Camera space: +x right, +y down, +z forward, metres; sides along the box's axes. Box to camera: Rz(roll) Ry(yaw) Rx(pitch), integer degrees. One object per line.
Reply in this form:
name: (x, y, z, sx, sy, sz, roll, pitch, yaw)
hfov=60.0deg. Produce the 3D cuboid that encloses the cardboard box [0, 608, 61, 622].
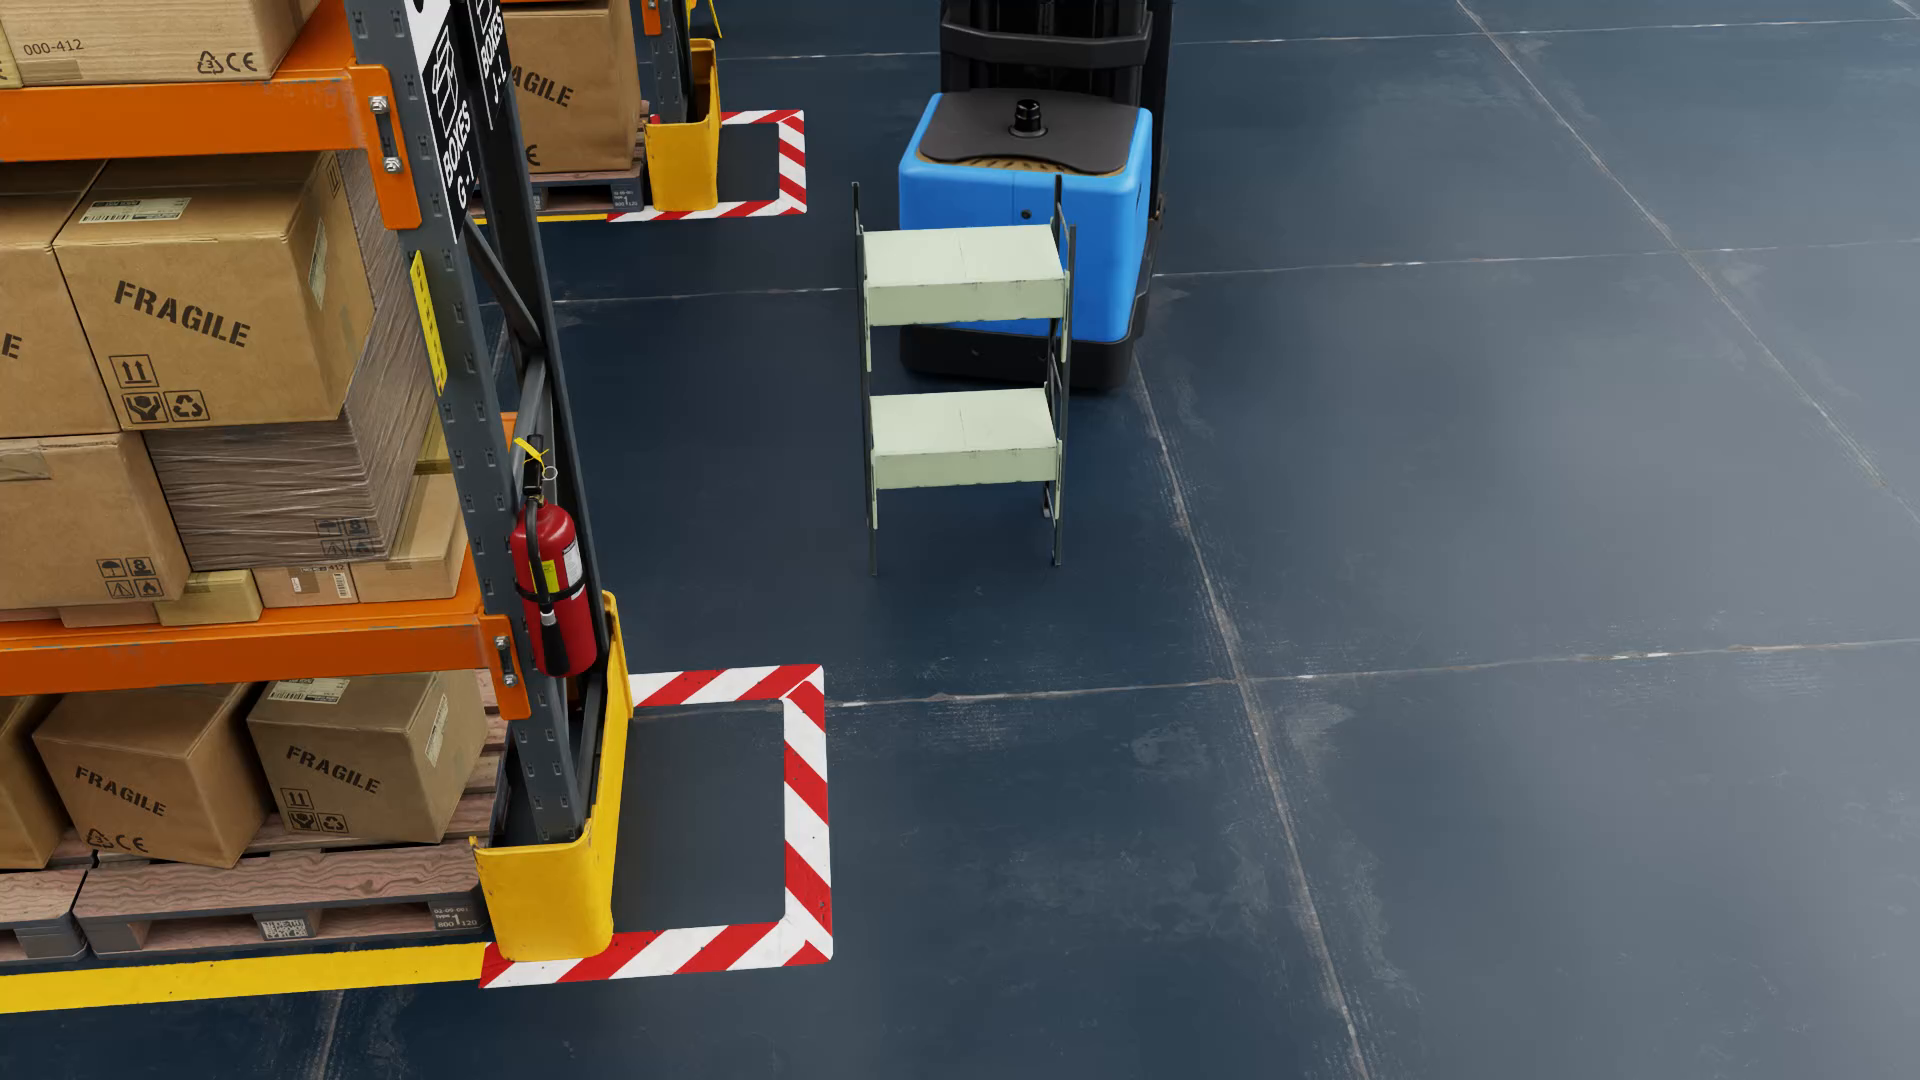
cardboard box: (-2.489, 0.042, 4.479, 0.250, 0.149, 0.380, -3, 38, -4)

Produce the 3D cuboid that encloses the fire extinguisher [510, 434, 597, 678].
fire extinguisher: (-1.072, 0.057, 4.318, 0.183, 0.674, 0.296, -3, 38, -4)

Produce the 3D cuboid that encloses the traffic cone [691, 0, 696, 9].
traffic cone: (-1.982, -3.884, 11.299, 0.334, 0.463, 0.336, -3, 38, -4)

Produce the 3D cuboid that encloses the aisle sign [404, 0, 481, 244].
aisle sign: (-1.139, -1.090, 3.611, 0.004, 0.787, 0.394, -3, 38, -4)

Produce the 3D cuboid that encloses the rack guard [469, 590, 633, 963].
rack guard: (-1.303, 0.734, 5.416, 0.348, 0.500, 1.175, -3, 38, -4)

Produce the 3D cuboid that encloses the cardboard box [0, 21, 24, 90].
cardboard box: (-2.182, -1.158, 3.495, 0.500, 0.250, 0.500, -3, 38, -4)

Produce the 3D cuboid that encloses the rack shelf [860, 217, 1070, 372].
rack shelf: (0.007, -0.896, 6.044, 0.720, 0.370, 0.431, -3, 38, -4)

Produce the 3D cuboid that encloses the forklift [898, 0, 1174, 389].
forklift: (0.494, -2.742, 7.860, 1.130, 2.935, 3.031, 6, 39, 8)

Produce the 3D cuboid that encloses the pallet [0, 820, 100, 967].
pallet: (-3.328, 0.935, 5.394, 1.213, 0.211, 1.003, -3, 38, -4)

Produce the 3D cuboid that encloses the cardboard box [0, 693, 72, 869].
cardboard box: (-3.068, 0.666, 5.164, 0.500, 0.500, 0.500, 0, 38, 0)

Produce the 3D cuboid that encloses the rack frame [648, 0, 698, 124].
rack frame: (-1.566, -3.317, 8.532, 0.127, 3.000, 1.000, -3, 38, -4)

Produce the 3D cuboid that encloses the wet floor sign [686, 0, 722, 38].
wet floor sign: (-1.712, -3.616, 10.812, 0.232, 0.644, 0.267, -9, 39, -12)

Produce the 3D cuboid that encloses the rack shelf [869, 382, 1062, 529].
rack shelf: (0.007, -0.333, 6.488, 0.720, 0.370, 0.431, -3, 38, -4)

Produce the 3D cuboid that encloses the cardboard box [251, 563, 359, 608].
cardboard box: (-1.742, 0.004, 4.527, 0.250, 0.149, 0.380, -3, 38, -4)

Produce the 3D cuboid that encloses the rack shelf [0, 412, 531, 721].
rack shelf: (-3.219, 0.141, 4.731, 4.000, 0.370, 1.077, -3, 38, -4)

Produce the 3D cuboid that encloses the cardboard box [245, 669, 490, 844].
cardboard box: (-1.851, 0.589, 5.261, 0.500, 0.500, 0.500, 4, 38, 4)

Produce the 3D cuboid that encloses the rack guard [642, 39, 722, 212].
rack guard: (-1.542, -2.337, 9.308, 0.348, 0.500, 1.175, -3, 38, -4)

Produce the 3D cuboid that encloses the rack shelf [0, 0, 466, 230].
rack shelf: (-3.219, -1.037, 3.801, 4.000, 0.370, 1.077, -3, 38, -4)

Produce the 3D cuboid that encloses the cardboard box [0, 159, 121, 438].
cardboard box: (-2.251, -0.586, 3.943, 0.500, 0.500, 0.500, -3, 38, -4)

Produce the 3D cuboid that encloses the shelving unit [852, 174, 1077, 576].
shelving unit: (0.007, -0.589, 6.286, 0.755, 1.500, 0.431, -3, 38, -4)

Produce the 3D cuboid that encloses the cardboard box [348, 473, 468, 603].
cardboard box: (-1.493, -0.010, 4.543, 0.250, 0.149, 0.380, -3, 38, -4)

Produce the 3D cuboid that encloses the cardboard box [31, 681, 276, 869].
cardboard box: (-2.443, 0.643, 5.192, 0.500, 0.500, 0.500, 6, 39, 8)

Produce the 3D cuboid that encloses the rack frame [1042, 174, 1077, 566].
rack frame: (0.371, -0.609, 6.311, 0.023, 1.500, 0.400, -3, 38, -4)

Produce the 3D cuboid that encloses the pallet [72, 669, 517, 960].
pallet: (-2.115, 0.870, 5.476, 1.213, 0.211, 1.003, -3, 38, -4)

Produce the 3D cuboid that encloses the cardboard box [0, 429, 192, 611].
cardboard box: (-2.265, -0.293, 4.378, 0.500, 0.500, 0.875, -3, 38, -4)

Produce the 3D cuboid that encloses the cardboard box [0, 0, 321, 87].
cardboard box: (-1.685, -1.187, 3.532, 0.500, 0.250, 0.500, -2, 38, -3)

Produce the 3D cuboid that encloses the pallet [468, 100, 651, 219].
pallet: (-2.355, -2.130, 9.279, 1.213, 0.211, 1.003, -3, 38, -4)

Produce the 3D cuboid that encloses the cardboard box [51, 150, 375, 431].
cardboard box: (-1.753, -0.617, 3.983, 0.500, 0.500, 0.500, -3, 38, -4)

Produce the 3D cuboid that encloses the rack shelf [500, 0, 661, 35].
rack shelf: (-3.558, -2.925, 8.616, 4.000, 0.370, 1.077, -3, 38, -4)

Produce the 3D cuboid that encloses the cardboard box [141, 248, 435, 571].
cardboard box: (-1.777, -0.394, 4.507, 0.500, 0.500, 0.875, -3, 38, -4)

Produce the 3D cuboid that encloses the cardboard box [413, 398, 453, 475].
cardboard box: (-1.532, -0.284, 4.891, 0.250, 0.149, 0.380, -3, 38, -4)

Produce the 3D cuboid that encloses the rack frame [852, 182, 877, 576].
rack frame: (-0.358, -0.569, 6.260, 0.023, 1.500, 0.400, -3, 38, -4)

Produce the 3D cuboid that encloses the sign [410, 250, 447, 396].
sign: (-1.198, -0.486, 3.755, 0.005, 0.325, 0.100, -3, 38, -4)

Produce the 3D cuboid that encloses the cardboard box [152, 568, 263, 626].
cardboard box: (-1.986, 0.049, 4.469, 0.250, 0.149, 0.380, -3, 38, -4)

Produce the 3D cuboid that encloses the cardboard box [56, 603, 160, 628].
cardboard box: (-2.237, 0.053, 4.464, 0.250, 0.149, 0.380, -3, 38, -4)

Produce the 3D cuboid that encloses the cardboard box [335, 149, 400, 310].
cardboard box: (-1.799, -0.938, 4.389, 0.500, 0.500, 0.500, -3, 38, -4)

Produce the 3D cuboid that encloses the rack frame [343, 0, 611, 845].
rack frame: (-1.227, -0.251, 4.647, 0.127, 3.000, 1.000, -3, 38, -4)

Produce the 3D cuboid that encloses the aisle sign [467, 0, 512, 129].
aisle sign: (-1.192, -1.460, 4.080, 0.004, 0.787, 0.394, -3, 38, -4)

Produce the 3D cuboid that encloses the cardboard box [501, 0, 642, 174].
cardboard box: (-2.235, -2.570, 8.962, 0.875, 0.875, 0.875, -3, 38, -4)
